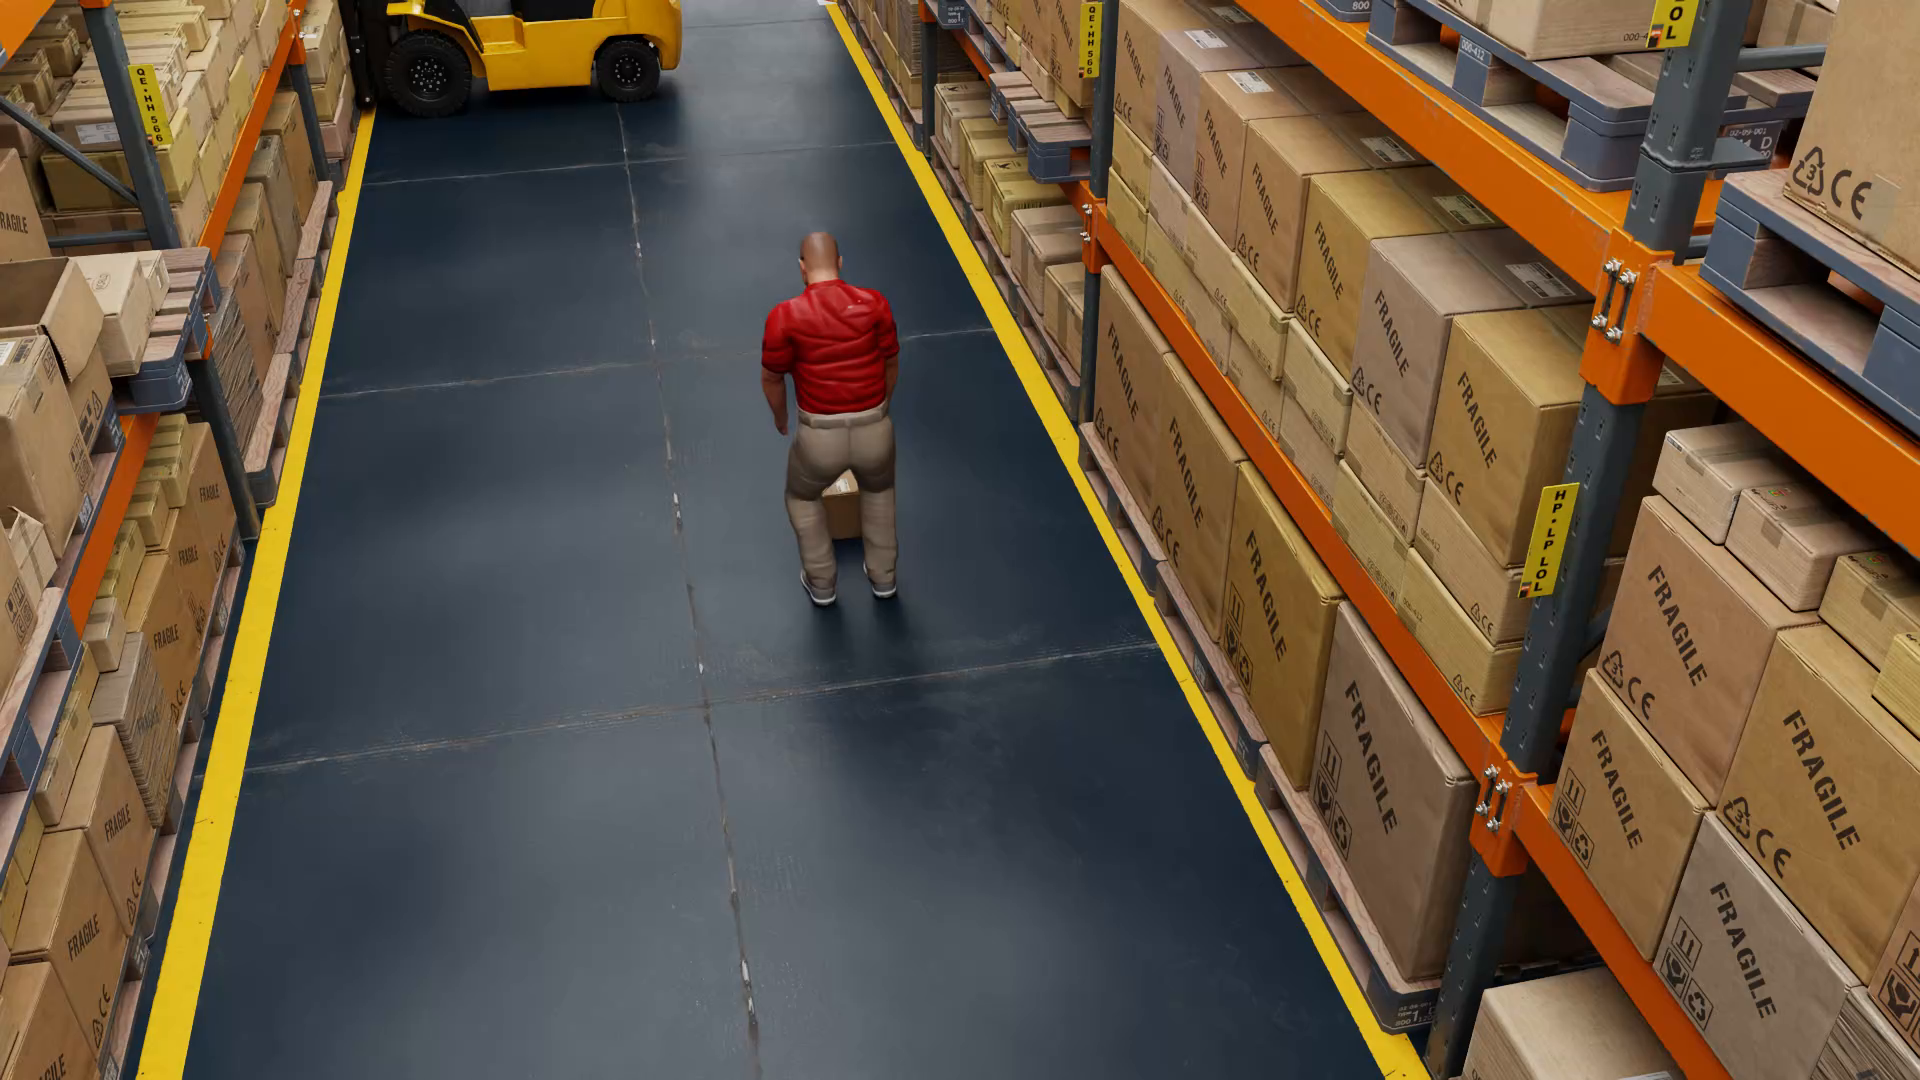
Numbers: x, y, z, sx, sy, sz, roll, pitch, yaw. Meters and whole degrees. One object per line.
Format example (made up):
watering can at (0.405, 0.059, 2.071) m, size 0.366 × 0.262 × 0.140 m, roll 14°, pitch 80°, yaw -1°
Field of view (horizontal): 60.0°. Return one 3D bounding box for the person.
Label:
person at (-0.526, -0.466, 6.950) m, size 0.571 × 1.624 × 0.503 m, roll -6°, pitch 35°, yaw -9°
